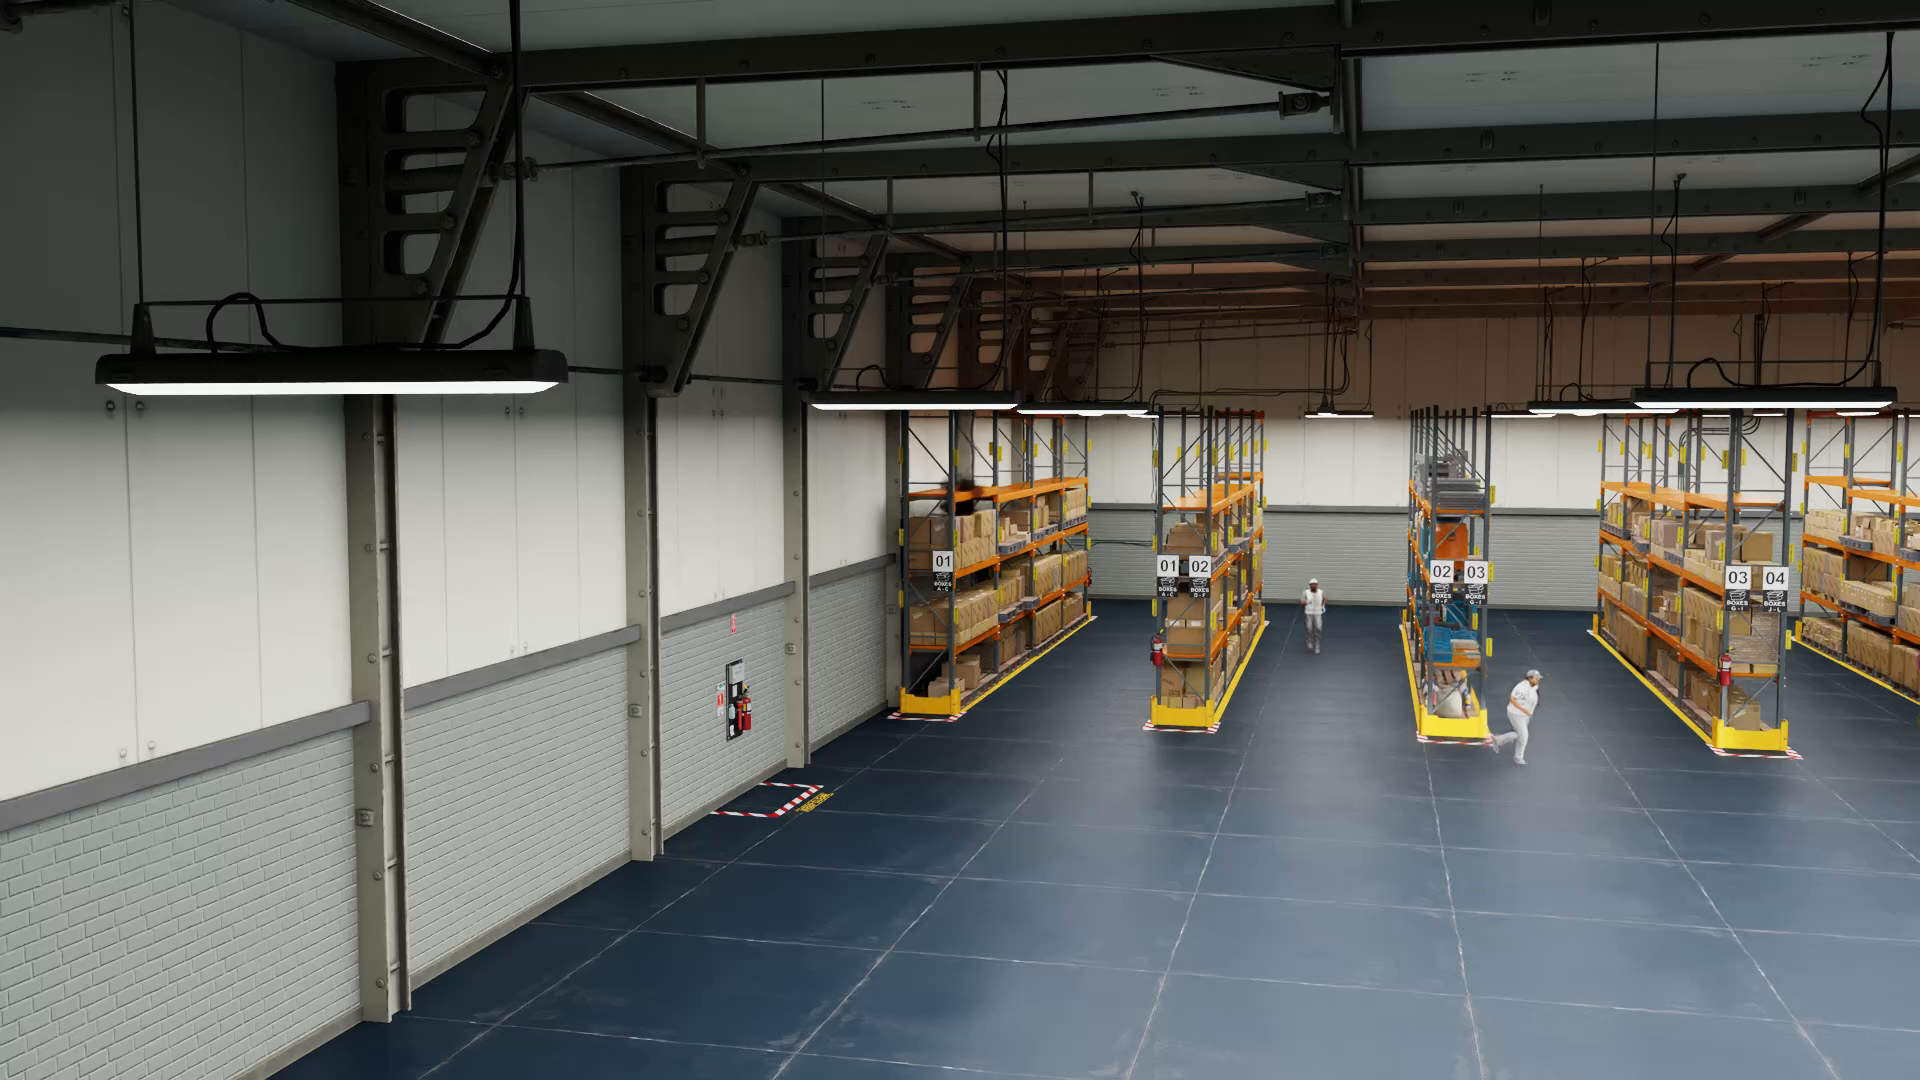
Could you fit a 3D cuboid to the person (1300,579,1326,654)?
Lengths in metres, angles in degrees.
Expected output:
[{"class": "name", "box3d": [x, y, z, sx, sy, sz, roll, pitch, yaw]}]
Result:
[{"class": "person", "box3d": [8.744, 1.871, 41.152, 0.659, 1.835, 0.752, 0, 4, 6]}]

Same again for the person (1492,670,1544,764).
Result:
[{"class": "person", "box3d": [9.389, 2.950, 27.941, 0.618, 1.618, 0.855, -3, 5, -38]}]
